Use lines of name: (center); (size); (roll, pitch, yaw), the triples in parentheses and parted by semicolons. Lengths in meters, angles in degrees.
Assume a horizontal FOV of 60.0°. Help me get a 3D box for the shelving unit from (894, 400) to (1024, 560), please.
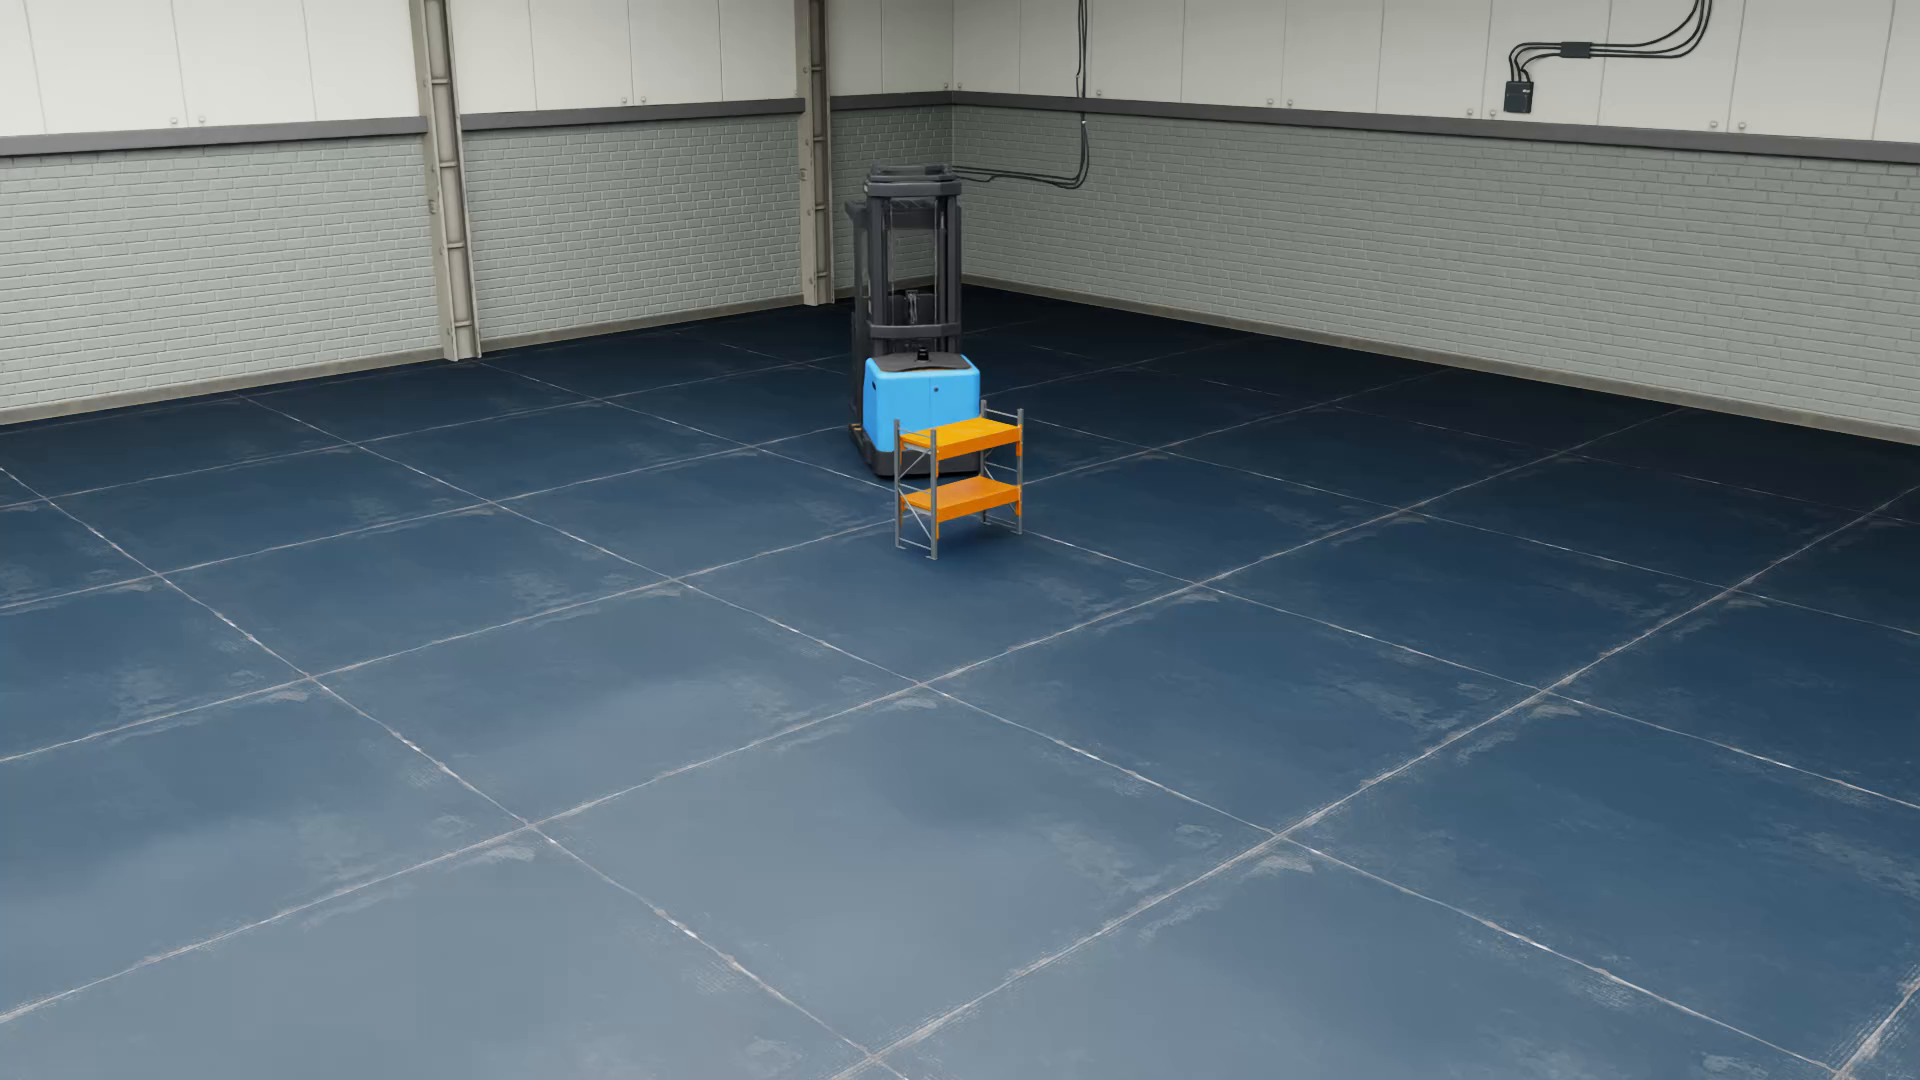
shelving unit: (-0.005, -0.534, 14.307); (1.048, 1.125, 0.538); (-16, 24, -41)

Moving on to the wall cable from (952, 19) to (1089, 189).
wall cable: (0.857, -6.808, 25.925); (0.112, 2.526, 3.097); (-16, 24, -41)

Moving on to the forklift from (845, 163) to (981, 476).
forklift: (-0.579, -2.434, 17.241); (1.130, 2.935, 3.031); (-3, 18, -11)

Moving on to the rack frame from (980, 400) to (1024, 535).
rack frame: (0.364, -0.641, 14.639); (0.032, 1.125, 0.500); (-16, 24, -41)

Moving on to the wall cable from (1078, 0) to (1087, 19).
wall cable: (2.715, -8.604, 23.277); (0.112, 2.526, 3.097); (-16, 24, -41)

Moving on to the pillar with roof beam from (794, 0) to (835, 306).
pillar with roof beam: (0.765, -6.992, 21.460); (0.400, 9.000, 9.100); (-16, 24, -41)

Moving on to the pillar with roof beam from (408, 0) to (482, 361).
pillar with roof beam: (-3.594, -5.721, 17.538); (0.400, 9.000, 9.100); (-16, 24, -41)

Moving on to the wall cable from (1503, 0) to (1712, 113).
wall cable: (7.368, -7.772, 18.350); (0.169, 6.003, 2.305); (-16, 24, -41)

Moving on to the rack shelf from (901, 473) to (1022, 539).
rack shelf: (-0.005, -0.301, 14.382); (1.000, 0.278, 0.538); (-16, 24, -41)

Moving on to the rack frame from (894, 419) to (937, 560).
rack frame: (-0.374, -0.426, 13.975); (0.032, 1.125, 0.500); (-16, 24, -41)

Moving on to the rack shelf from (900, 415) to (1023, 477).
rack shelf: (-0.005, -0.812, 14.217); (1.000, 0.278, 0.538); (-16, 24, -41)
